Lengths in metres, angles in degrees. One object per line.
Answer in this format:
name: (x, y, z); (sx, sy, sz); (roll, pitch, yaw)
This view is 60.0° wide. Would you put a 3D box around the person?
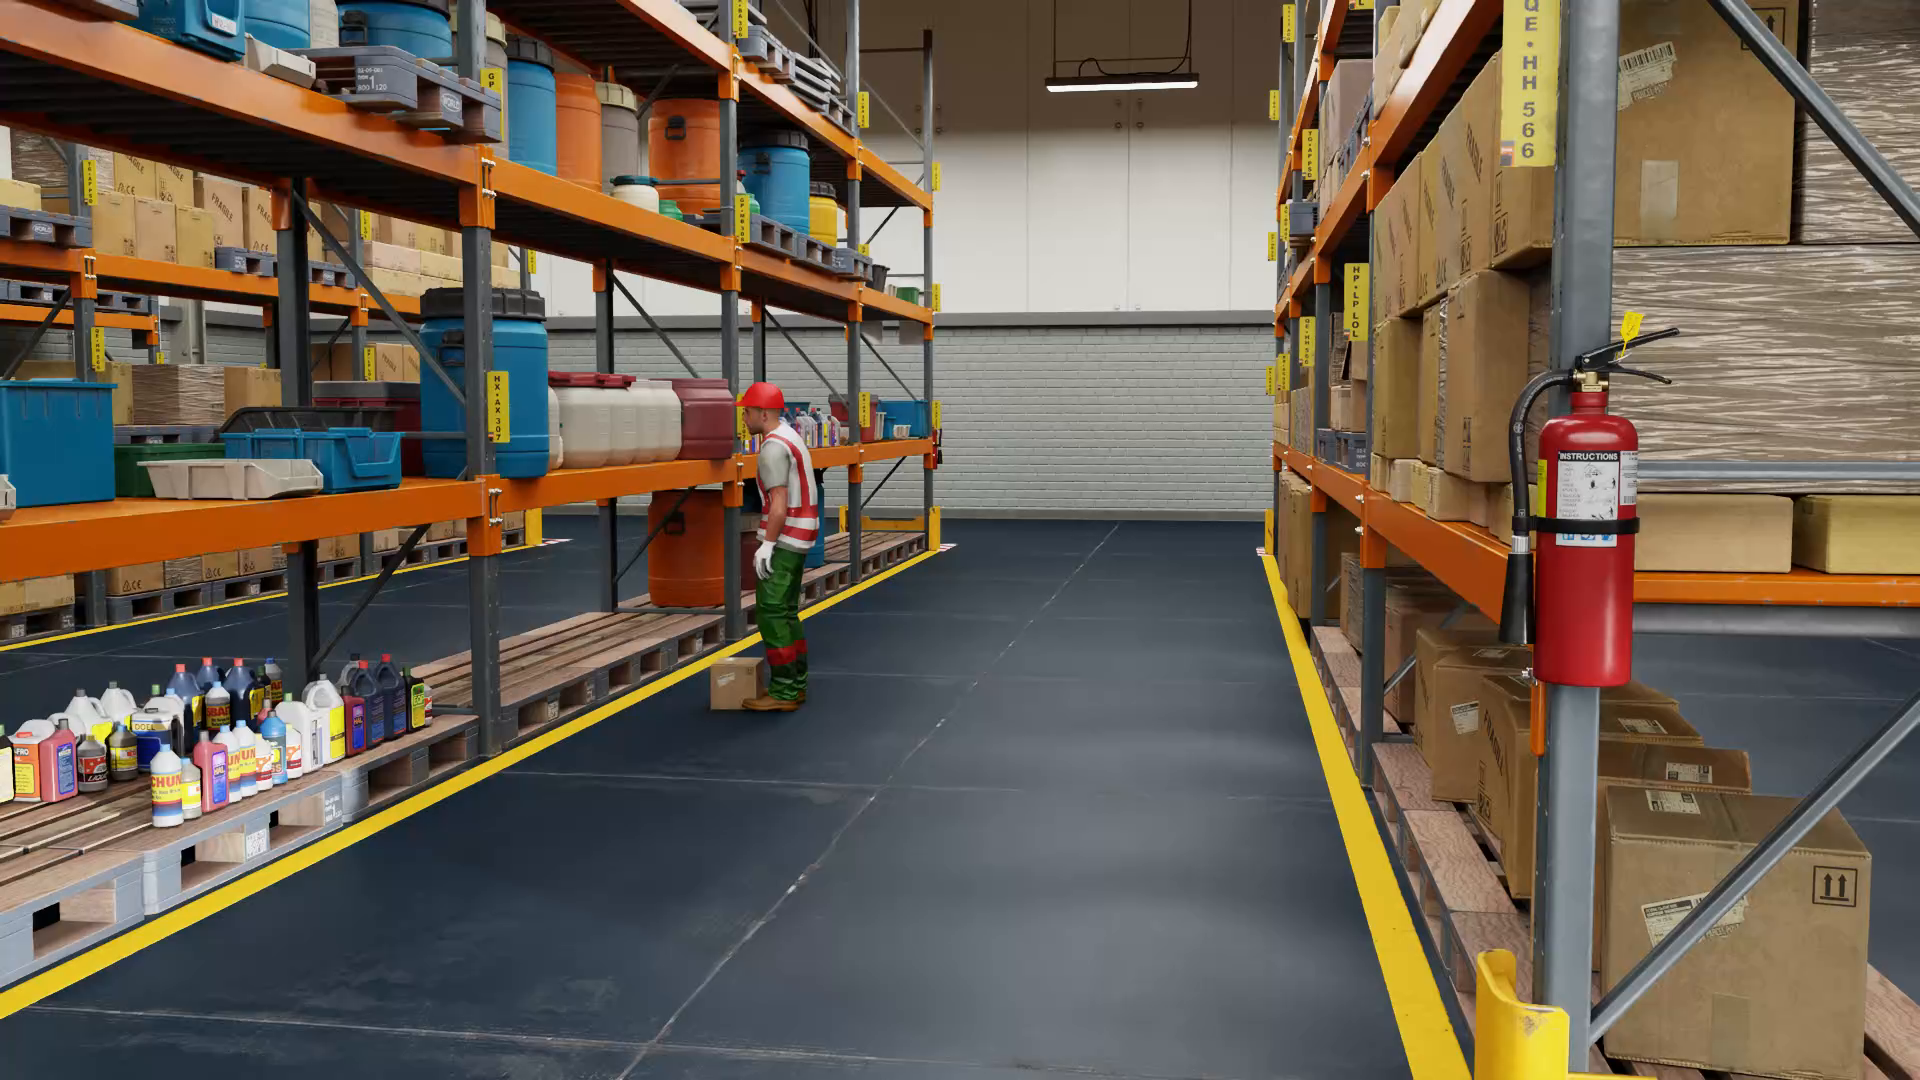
person: (-1.003, 0.031, 9.060); (0.445, 1.781, 0.621); (0, 4, 6)
